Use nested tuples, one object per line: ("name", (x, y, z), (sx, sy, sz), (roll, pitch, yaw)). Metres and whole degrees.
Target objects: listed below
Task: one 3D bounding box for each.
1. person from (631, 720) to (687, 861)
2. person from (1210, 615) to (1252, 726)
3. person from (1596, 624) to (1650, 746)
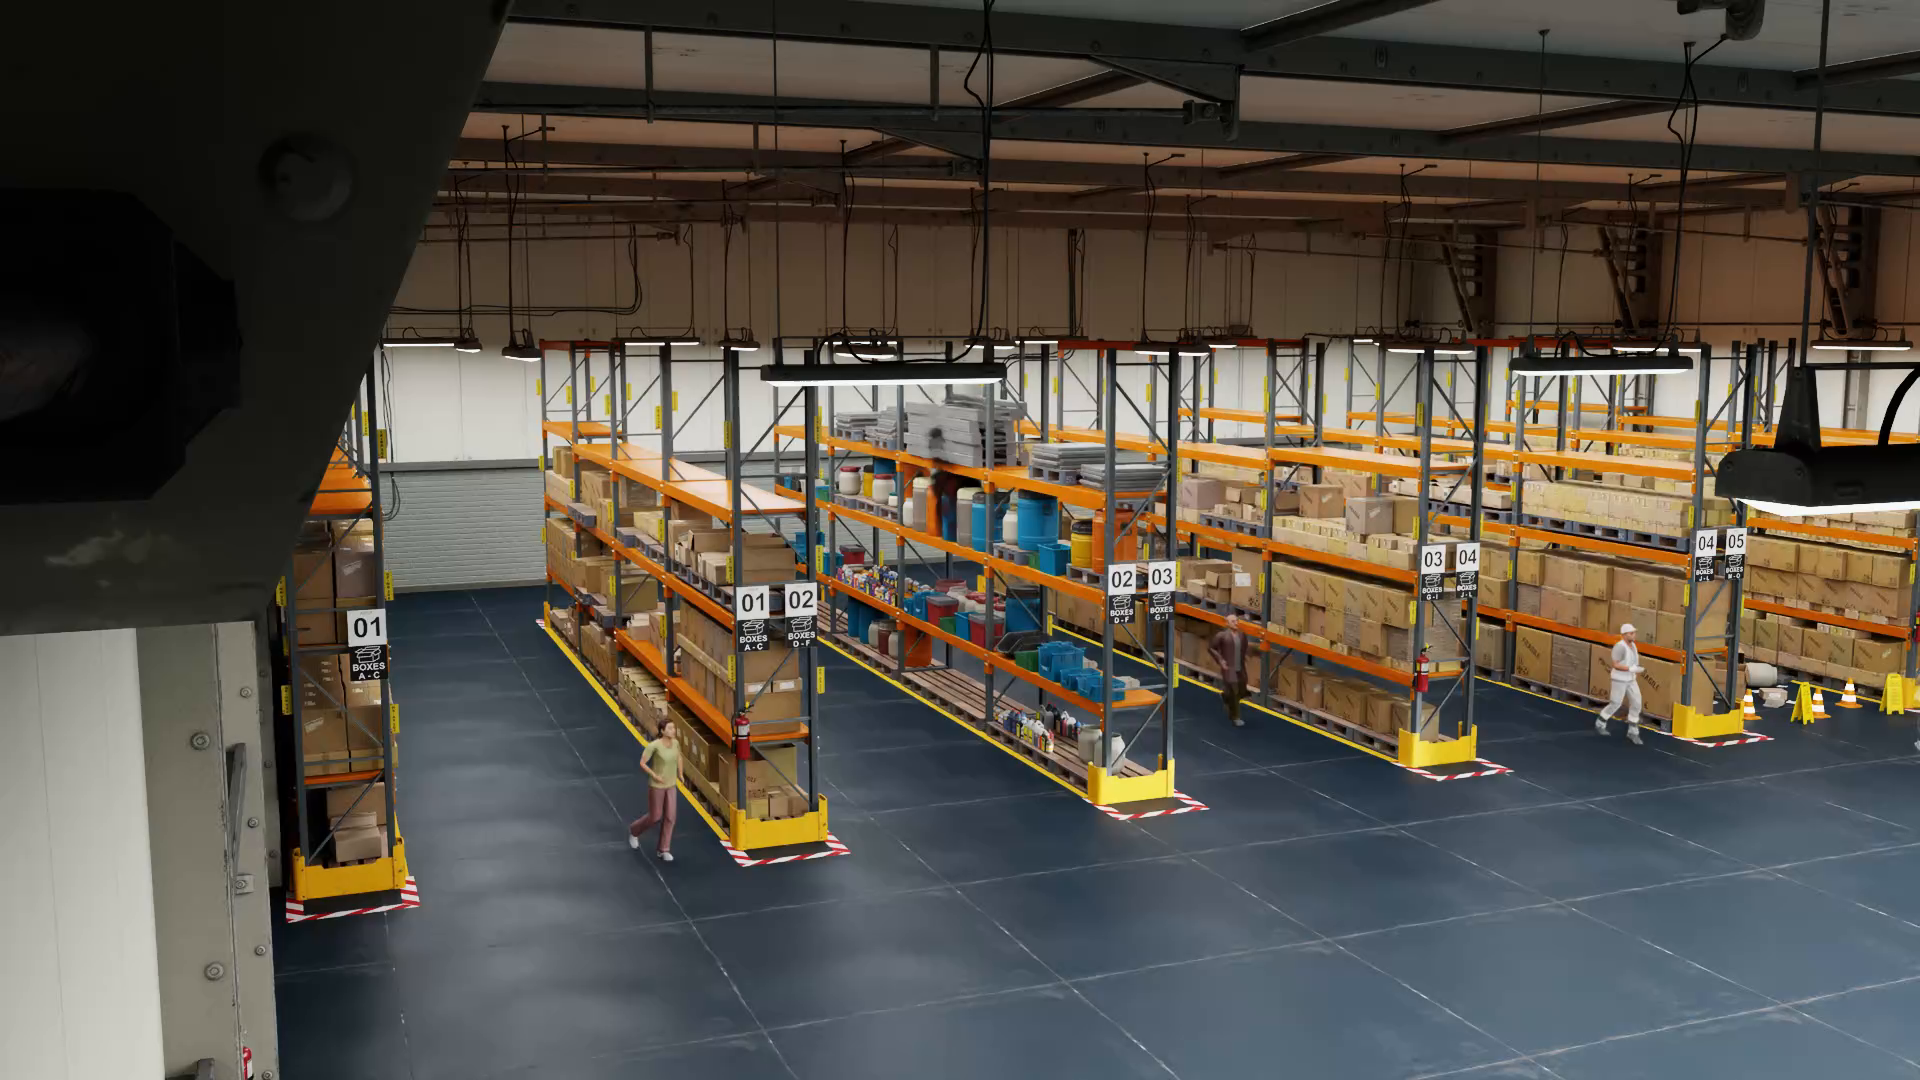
("person", (-3.526, 2.944, 19.887), (0.704, 1.629, 0.625), (7, 10, 43))
("person", (4.318, 2.049, 26.374), (0.711, 1.728, 0.724), (-3, 8, -24))
("person", (10.100, 2.172, 25.214), (0.683, 1.842, 0.798), (-5, 9, -36))
